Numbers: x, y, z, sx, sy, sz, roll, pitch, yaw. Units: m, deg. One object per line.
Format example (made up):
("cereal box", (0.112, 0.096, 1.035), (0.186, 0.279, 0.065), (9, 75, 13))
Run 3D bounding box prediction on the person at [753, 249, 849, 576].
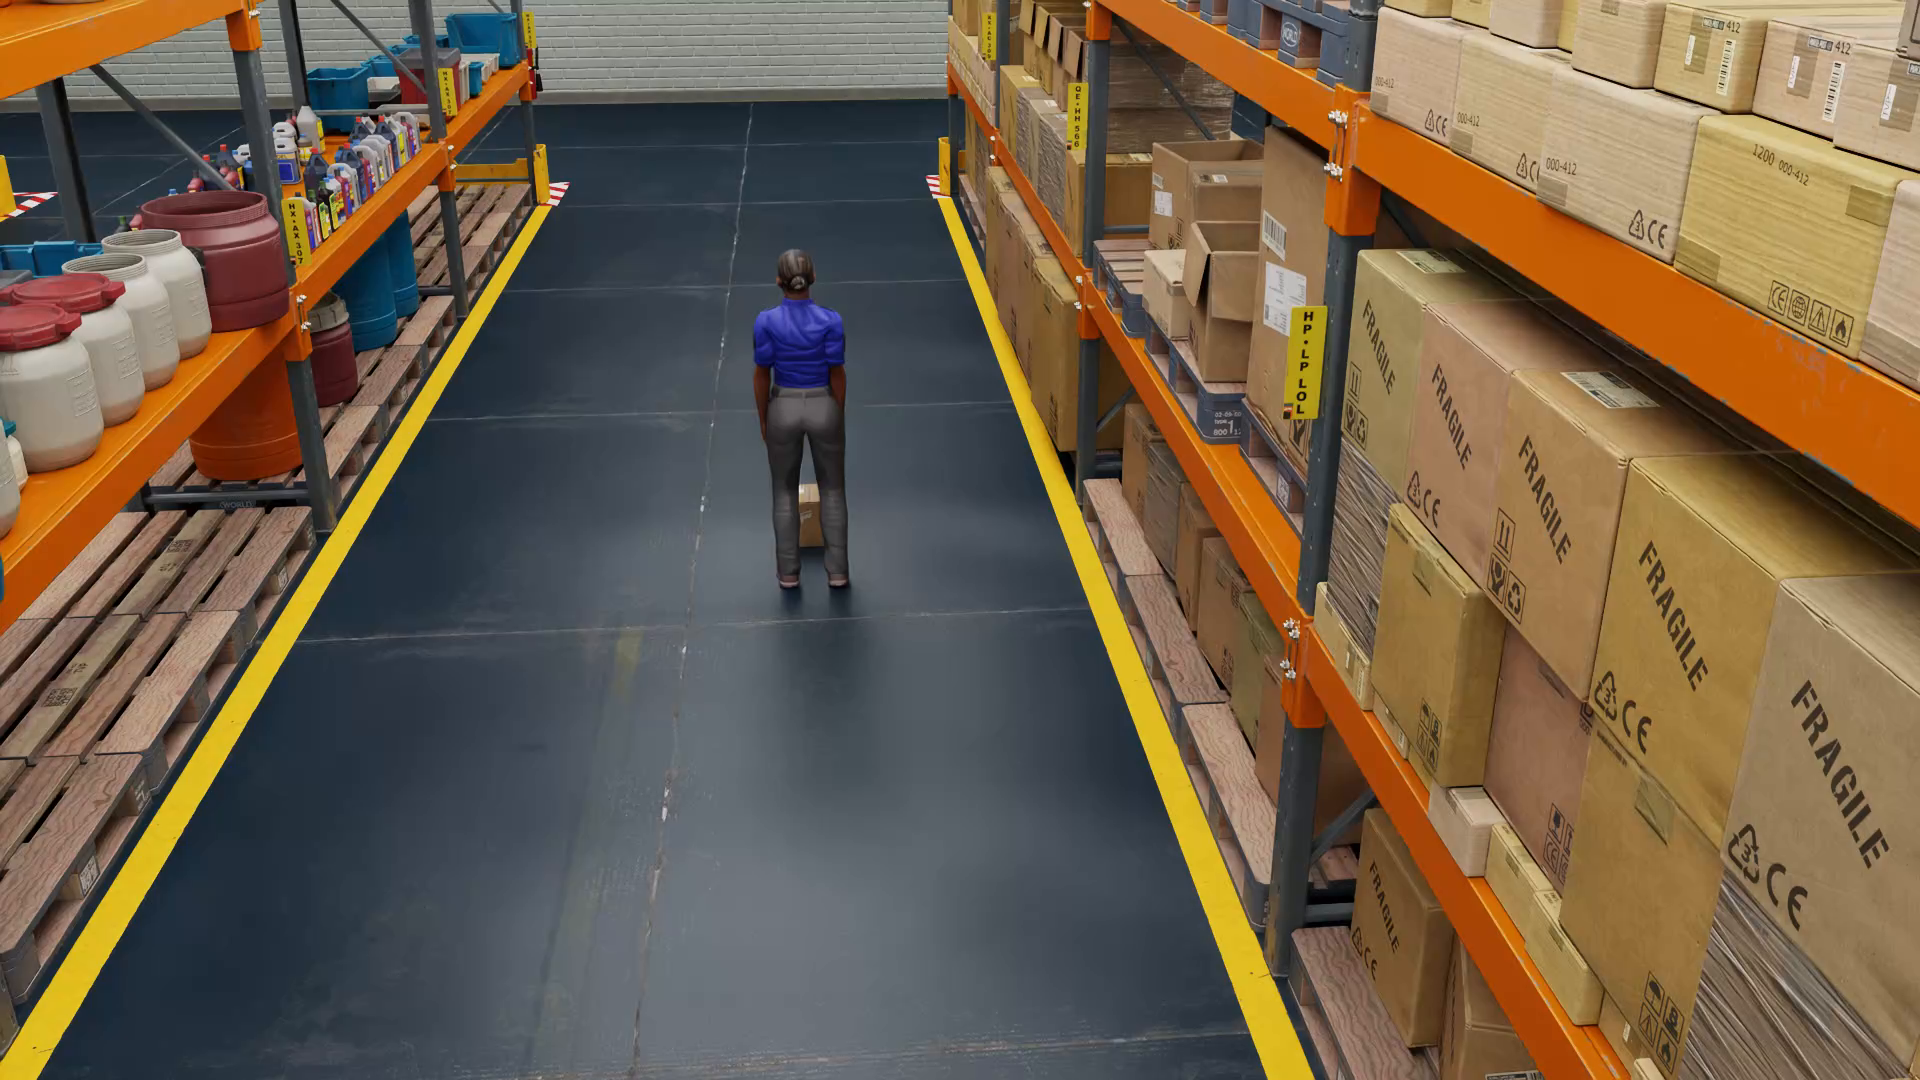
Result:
("person", (-0.751, -0.600, 7.877), (0.437, 1.580, 0.292), (-2, 24, -4))
